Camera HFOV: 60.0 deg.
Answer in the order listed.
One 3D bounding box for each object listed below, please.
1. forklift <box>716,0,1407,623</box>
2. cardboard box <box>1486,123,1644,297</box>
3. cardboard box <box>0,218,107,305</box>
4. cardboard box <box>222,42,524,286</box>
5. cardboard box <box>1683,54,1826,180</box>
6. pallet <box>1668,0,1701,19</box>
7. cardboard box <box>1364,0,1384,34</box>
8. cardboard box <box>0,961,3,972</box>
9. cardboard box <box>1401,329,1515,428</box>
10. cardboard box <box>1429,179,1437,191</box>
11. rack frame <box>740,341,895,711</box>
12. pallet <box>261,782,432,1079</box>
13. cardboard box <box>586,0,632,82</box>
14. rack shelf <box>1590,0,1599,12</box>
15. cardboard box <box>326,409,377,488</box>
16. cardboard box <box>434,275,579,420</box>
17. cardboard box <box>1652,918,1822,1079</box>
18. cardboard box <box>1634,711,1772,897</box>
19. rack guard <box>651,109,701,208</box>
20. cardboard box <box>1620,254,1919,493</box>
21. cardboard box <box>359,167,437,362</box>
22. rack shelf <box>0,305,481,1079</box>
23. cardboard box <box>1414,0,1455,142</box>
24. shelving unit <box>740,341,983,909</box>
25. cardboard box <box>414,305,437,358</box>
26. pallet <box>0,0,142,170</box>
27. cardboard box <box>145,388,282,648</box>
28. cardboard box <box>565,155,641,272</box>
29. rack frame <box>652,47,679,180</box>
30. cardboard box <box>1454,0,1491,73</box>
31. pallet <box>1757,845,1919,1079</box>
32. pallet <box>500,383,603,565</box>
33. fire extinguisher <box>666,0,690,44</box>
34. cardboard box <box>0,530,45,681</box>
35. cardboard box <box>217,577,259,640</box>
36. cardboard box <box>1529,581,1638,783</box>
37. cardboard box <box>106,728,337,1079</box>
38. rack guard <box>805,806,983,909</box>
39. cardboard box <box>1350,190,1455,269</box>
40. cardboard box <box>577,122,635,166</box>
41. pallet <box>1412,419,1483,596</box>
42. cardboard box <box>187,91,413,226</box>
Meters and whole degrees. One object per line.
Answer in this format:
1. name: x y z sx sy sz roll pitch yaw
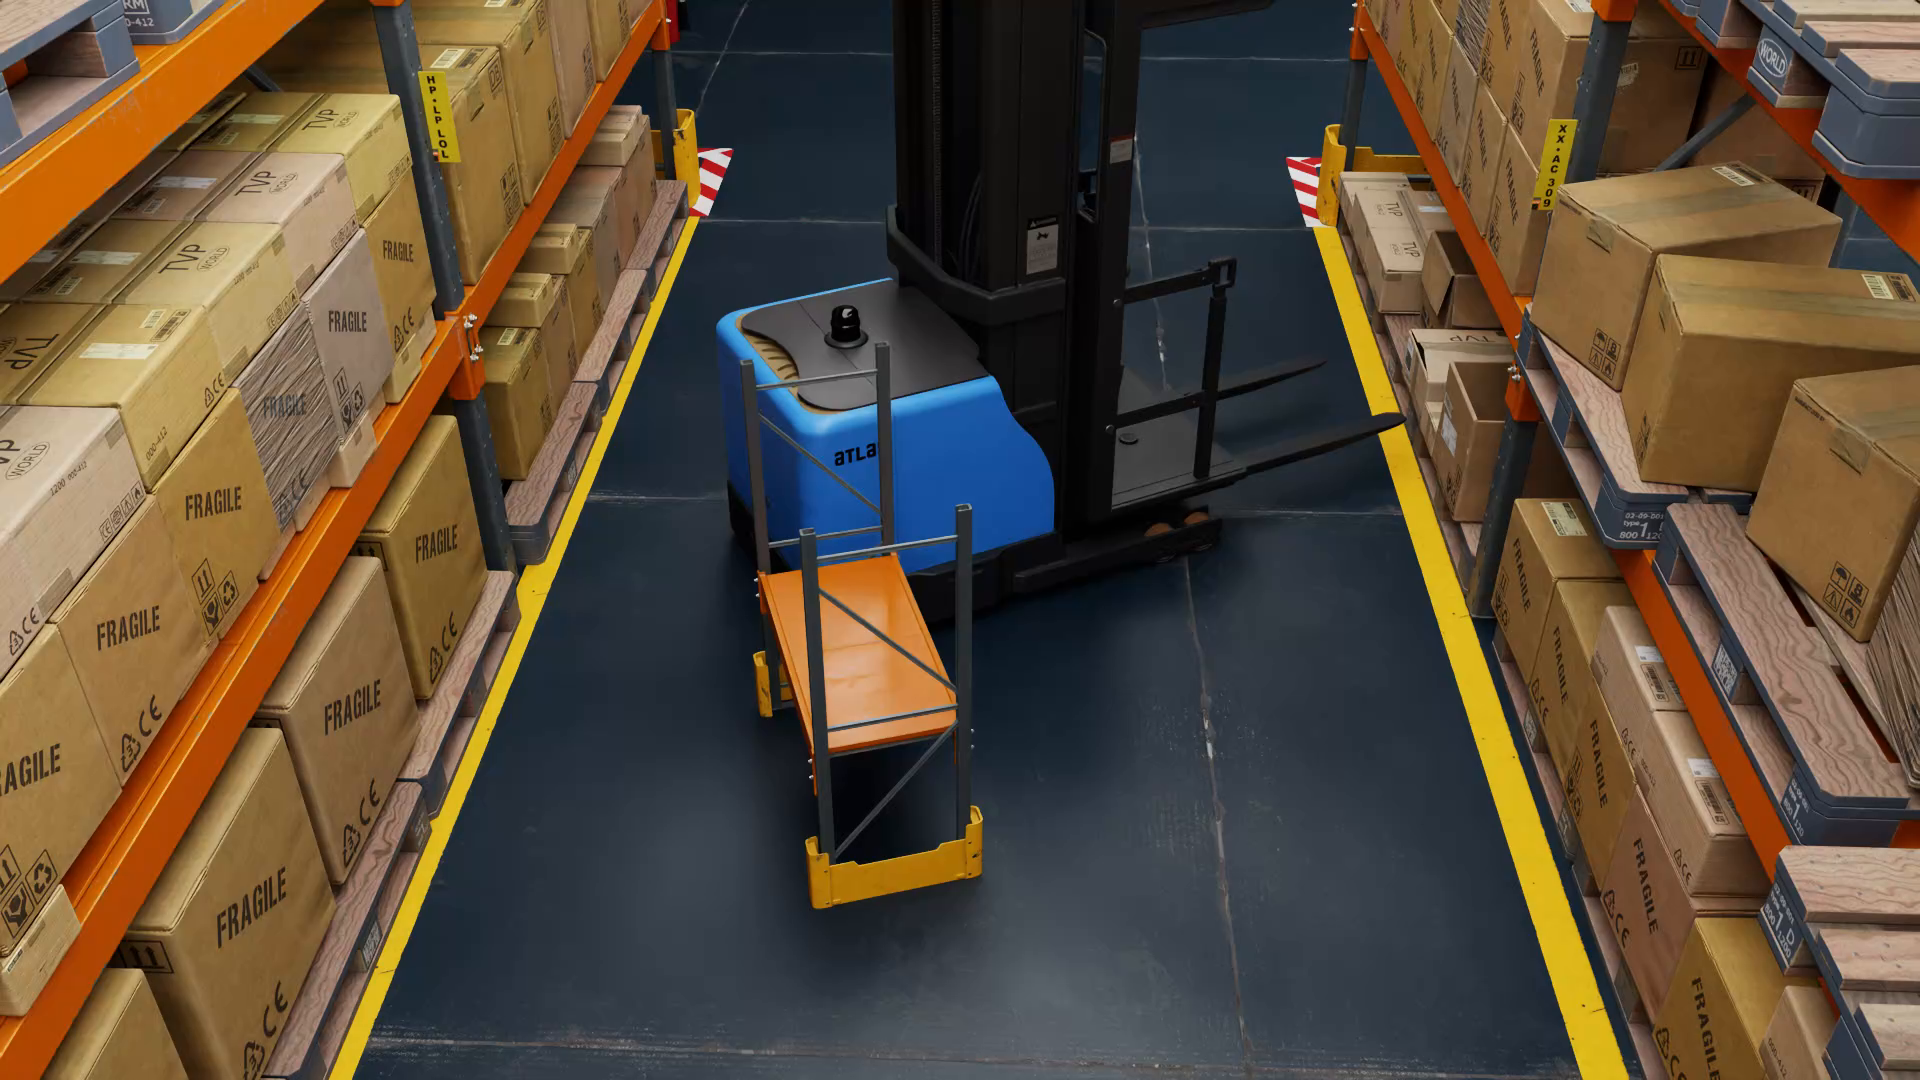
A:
1. forklift: 0.558 -1.359 6.635 3.031 2.935 1.130 -16 38 -21
2. cardboard box: 2.353 -1.260 6.347 0.500 0.500 0.500 2 35 3
3. cardboard box: -2.669 -0.669 4.578 0.500 0.250 0.500 0 35 0
4. cardboard box: -2.322 -1.472 6.476 0.980 0.700 0.700 2 35 3
5. cardboard box: 2.890 -1.640 6.019 0.500 0.500 0.500 2 35 3
6. pallet: 2.493 -1.703 4.620 1.213 0.211 1.003 1 35 2
7. cardboard box: 2.469 -3.016 8.846 0.500 0.500 0.500 2 35 3
8. cardboard box: -2.246 0.816 3.118 0.500 0.500 0.500 2 35 3
9. cardboard box: 2.359 -0.771 7.694 0.500 0.311 0.500 1 35 2
10. cardboard box: 2.974 -2.064 9.369 0.500 0.500 0.500 1 35 2
11. rack frame: -0.481 -0.009 5.958 0.500 1.500 0.032 -9 36 -13
12. pallet: -2.362 1.250 5.287 1.003 0.211 1.213 1 35 2
13. cardboard box: -2.228 -2.748 8.290 0.980 0.700 0.700 1 35 2
14. rack shelf: 2.670 -3.008 6.938 1.077 0.370 4.000 1 35 2
15. cardboard box: -2.085 -0.297 5.264 0.380 0.149 0.250 1 35 2
16. cardboard box: -2.204 -0.903 7.735 0.700 0.500 0.500 1 35 1
17. cardboard box: 2.253 1.375 4.477 0.500 0.500 0.500 0 35 0
18. cardboard box: 2.267 0.745 4.721 0.500 0.250 0.500 1 35 1
19. rack guard: -2.199 -2.328 10.127 1.175 0.500 0.348 1 35 2
20. cardboard box: 2.383 -0.475 4.865 0.700 0.500 0.500 7 36 9
21. cardboard box: -2.127 -0.938 5.613 0.500 0.500 0.500 1 35 1
22. rack shelf: -2.441 0.405 4.691 1.077 0.370 4.000 1 35 2
23. cardboard box: 2.409 -2.144 7.606 0.500 0.500 0.500 2 35 3
24. shelving unit: -0.348 0.268 5.565 0.587 1.500 1.083 -9 36 -13
25. cardboard box: -2.091 -0.743 5.900 0.380 0.149 0.250 2 35 2
26. pallet: -2.506 -0.904 3.483 1.003 0.211 1.213 3 35 4
27. cardboard box: -2.181 -0.069 4.377 0.500 0.500 0.500 2 35 3
28. cardboard box: -2.148 -1.794 9.002 0.700 0.500 0.500 1 35 2
29. rack frame: -2.200 -3.337 9.389 1.000 3.000 0.127 1 35 2
30. cardboard box: 2.389 -2.257 6.896 0.500 0.500 0.500 2 35 2
31. pallet: 2.386 1.059 3.301 1.213 0.211 1.003 1 35 2
32. pallet: -2.252 -0.333 7.540 1.003 0.211 1.213 1 35 2
33. fire extinguisher: -1.733 -3.228 9.626 0.296 0.674 0.183 1 35 2
34. cardboard box: -2.224 0.218 3.315 0.500 0.250 0.500 1 35 1
35. cardboard box: -2.208 0.138 4.646 0.380 0.149 0.250 2 35 3
36. cardboard box: 2.316 0.496 5.728 0.500 0.500 0.500 2 35 3
37. cardboard box: -2.319 1.045 4.659 0.750 0.750 0.750 1 35 2
38. rack guard: -0.214 1.055 5.531 0.587 0.250 0.087 -9 36 -13
39. cardboard box: 2.425 -1.686 9.049 0.500 0.250 0.500 1 35 2
40. cardboard box: -1.960 -2.122 8.905 0.380 0.149 0.250 2 35 3
41. pallet: 2.618 -0.180 7.322 1.003 0.211 1.213 1 35 2
42. cardboard box: -2.124 -1.242 5.393 0.500 0.250 0.500 2 35 3
